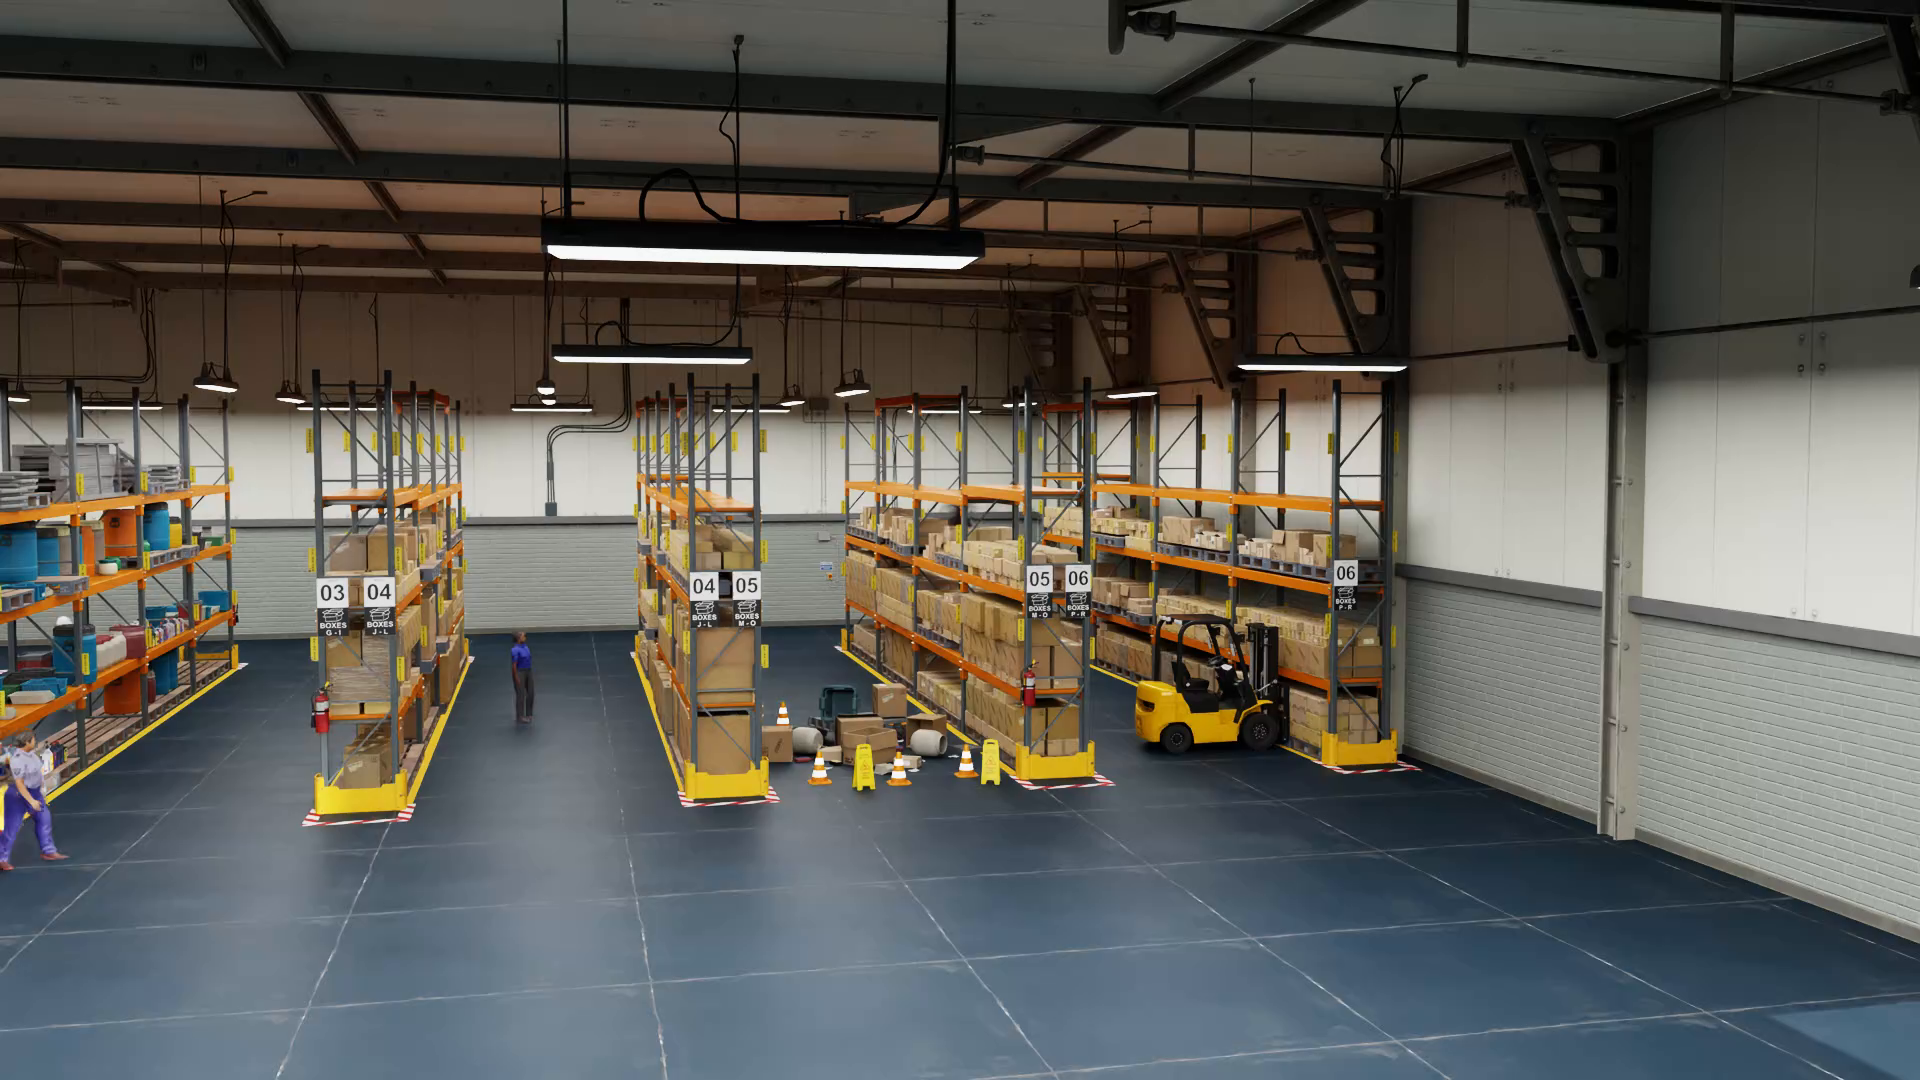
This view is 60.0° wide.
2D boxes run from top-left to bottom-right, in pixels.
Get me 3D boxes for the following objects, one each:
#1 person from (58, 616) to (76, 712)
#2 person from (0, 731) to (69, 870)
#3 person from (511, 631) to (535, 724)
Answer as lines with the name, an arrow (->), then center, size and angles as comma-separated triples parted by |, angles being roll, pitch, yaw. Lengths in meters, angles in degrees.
person -> -16.682, 2.311, 31.138 | 0.471, 1.765, 0.601 | -1, 4, -22
person -> -11.074, 3.062, 19.755 | 0.623, 1.643, 0.665 | 0, 3, 0
person -> -7.846, 2.472, 29.921 | 0.388, 1.687, 0.526 | 2, 4, 34
